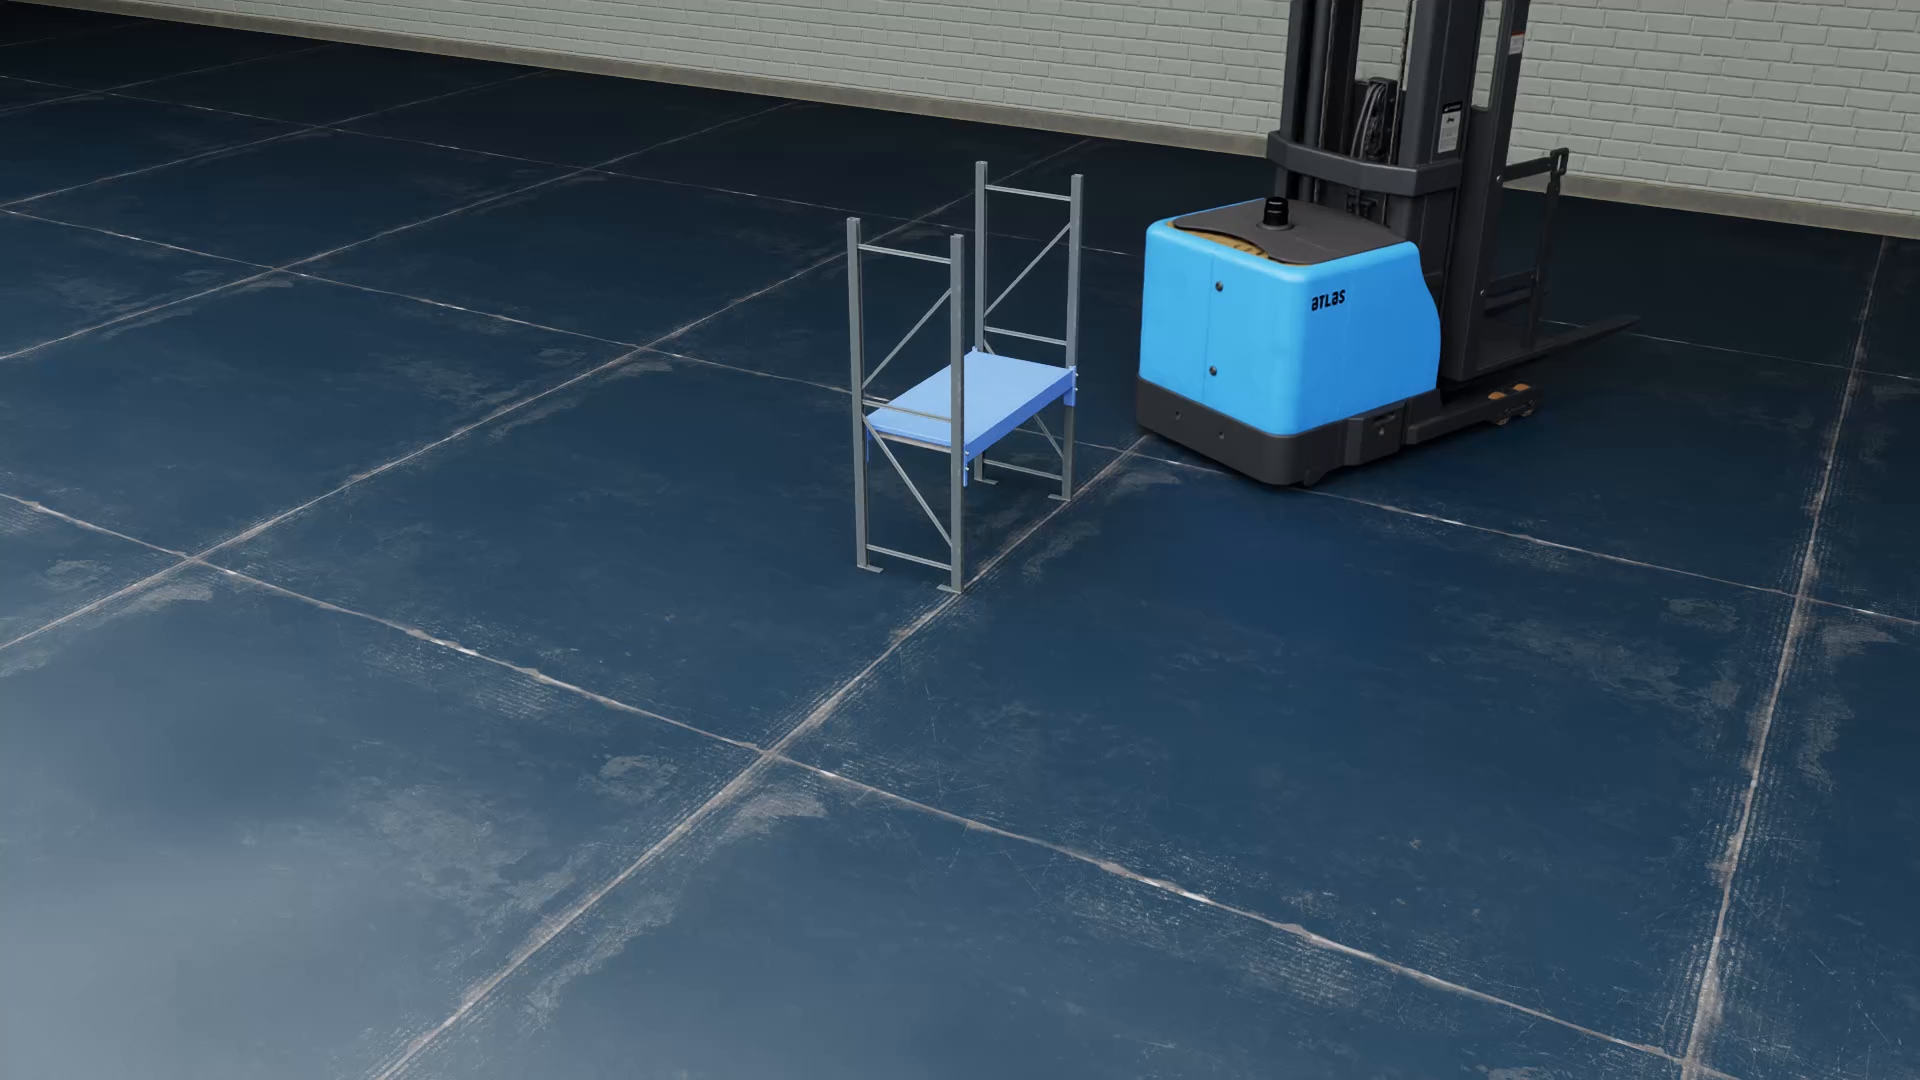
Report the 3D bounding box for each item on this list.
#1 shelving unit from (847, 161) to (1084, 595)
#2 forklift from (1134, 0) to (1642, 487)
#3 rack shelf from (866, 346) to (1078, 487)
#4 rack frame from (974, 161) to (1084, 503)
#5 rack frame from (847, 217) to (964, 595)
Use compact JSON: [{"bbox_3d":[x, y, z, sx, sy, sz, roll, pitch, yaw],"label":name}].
[{"bbox_3d":[0.042,-0.704,6.981,0.538,1.500,1.048,14,30,26],"label":"shelving unit"},{"bbox_3d":[2.357,-2.065,8.100,3.031,2.935,1.130,-18,32,-32],"label":"forklift"},{"bbox_3d":[0.042,-0.543,7.061,0.538,0.185,1.000,14,30,26],"label":"rack shelf"},{"bbox_3d":[0.292,-0.902,7.376,0.500,1.500,0.032,14,30,26],"label":"rack frame"},{"bbox_3d":[-0.208,-0.506,6.585,0.500,1.500,0.032,14,30,26],"label":"rack frame"}]
